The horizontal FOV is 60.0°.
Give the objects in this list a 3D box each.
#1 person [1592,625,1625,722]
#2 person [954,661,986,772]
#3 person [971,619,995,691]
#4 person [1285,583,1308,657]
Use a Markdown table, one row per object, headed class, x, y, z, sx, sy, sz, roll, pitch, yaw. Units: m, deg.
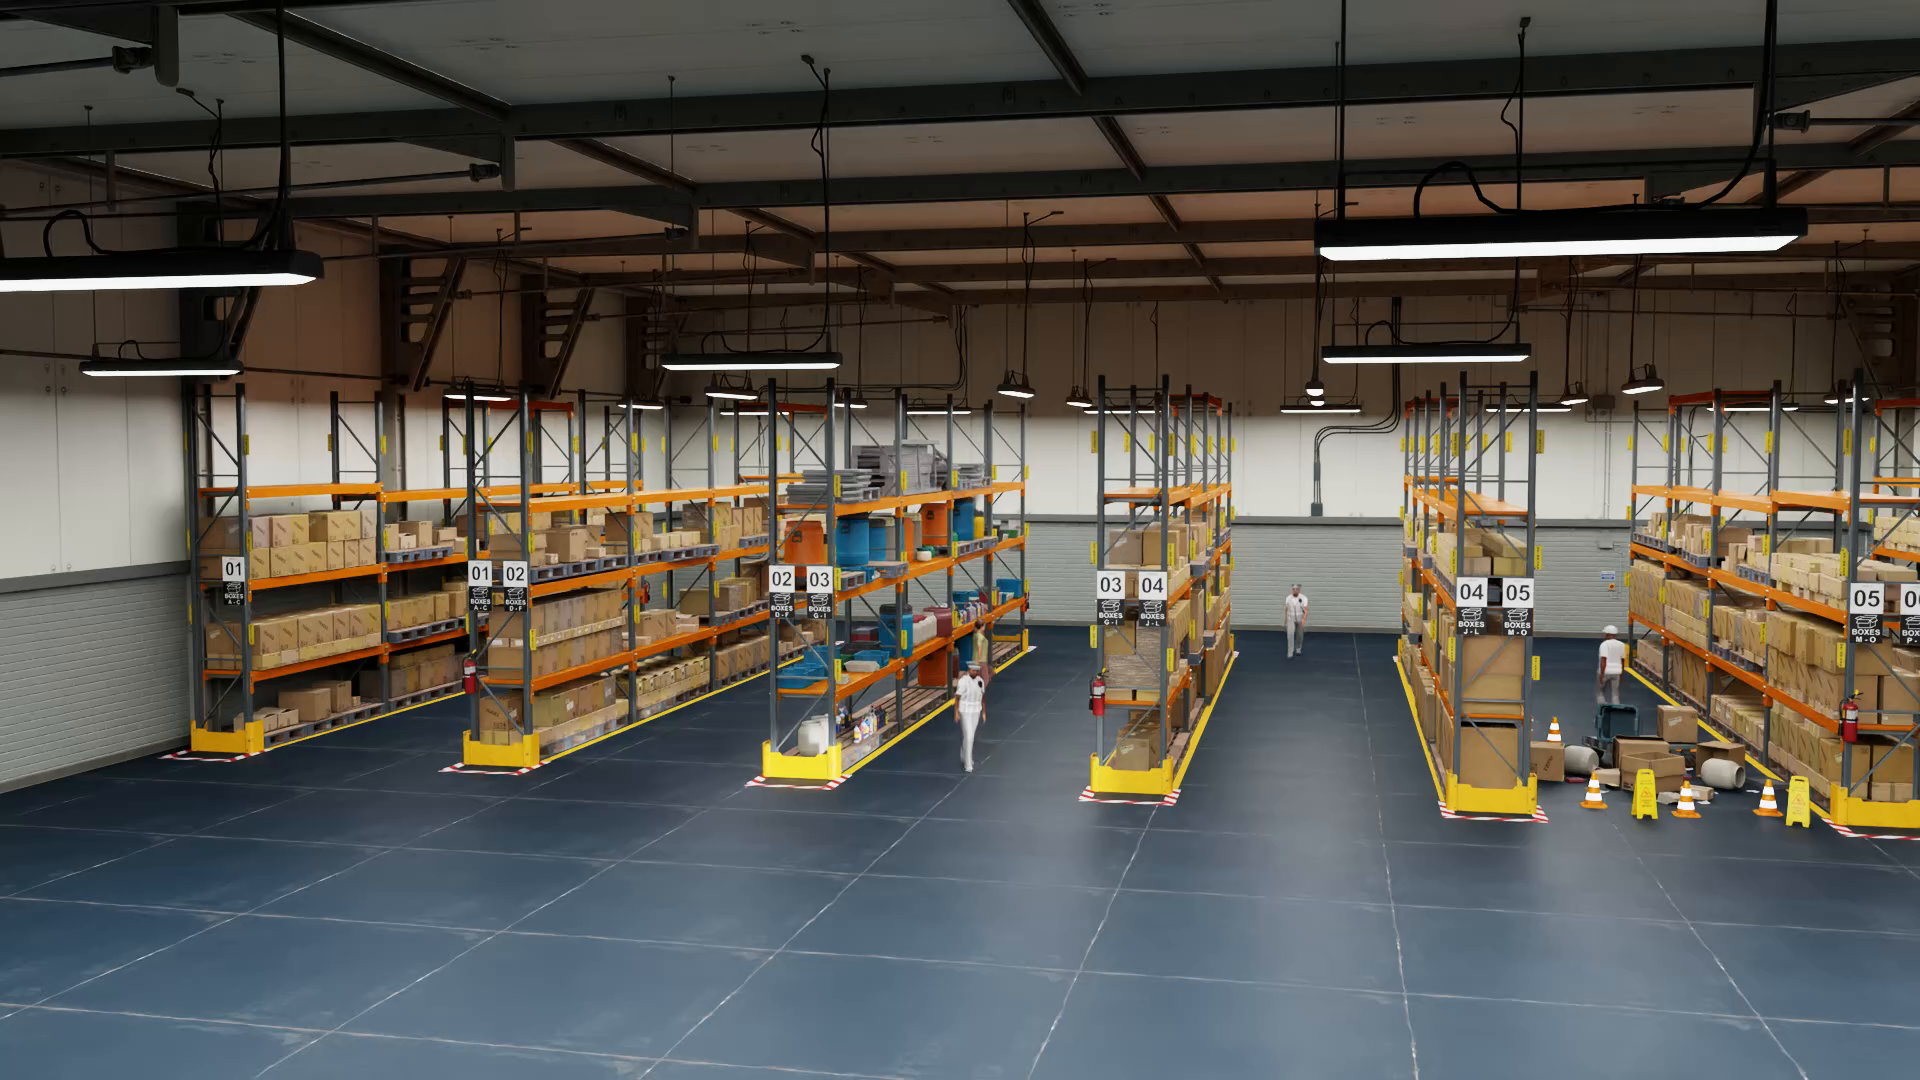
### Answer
| class | x | y | z | sx | sy | sz | roll | pitch | yaw |
| --- | --- | --- | --- | --- | --- | --- | --- | --- | --- |
| person | 11.706 | 2.437 | 29.847 | 0.540 | 1.805 | 0.604 | 0 | 3 | 2 |
| person | 0.149 | 2.726 | 25.810 | 0.477 | 1.726 | 0.653 | -2 | 4 | -36 |
| person | 0.424 | 2.359 | 31.816 | 0.583 | 1.699 | 0.541 | -1 | 4 | -22 |
| person | 7.947 | 1.876 | 39.232 | 0.529 | 1.701 | 1.062 | 0 | 3 | 7 |
